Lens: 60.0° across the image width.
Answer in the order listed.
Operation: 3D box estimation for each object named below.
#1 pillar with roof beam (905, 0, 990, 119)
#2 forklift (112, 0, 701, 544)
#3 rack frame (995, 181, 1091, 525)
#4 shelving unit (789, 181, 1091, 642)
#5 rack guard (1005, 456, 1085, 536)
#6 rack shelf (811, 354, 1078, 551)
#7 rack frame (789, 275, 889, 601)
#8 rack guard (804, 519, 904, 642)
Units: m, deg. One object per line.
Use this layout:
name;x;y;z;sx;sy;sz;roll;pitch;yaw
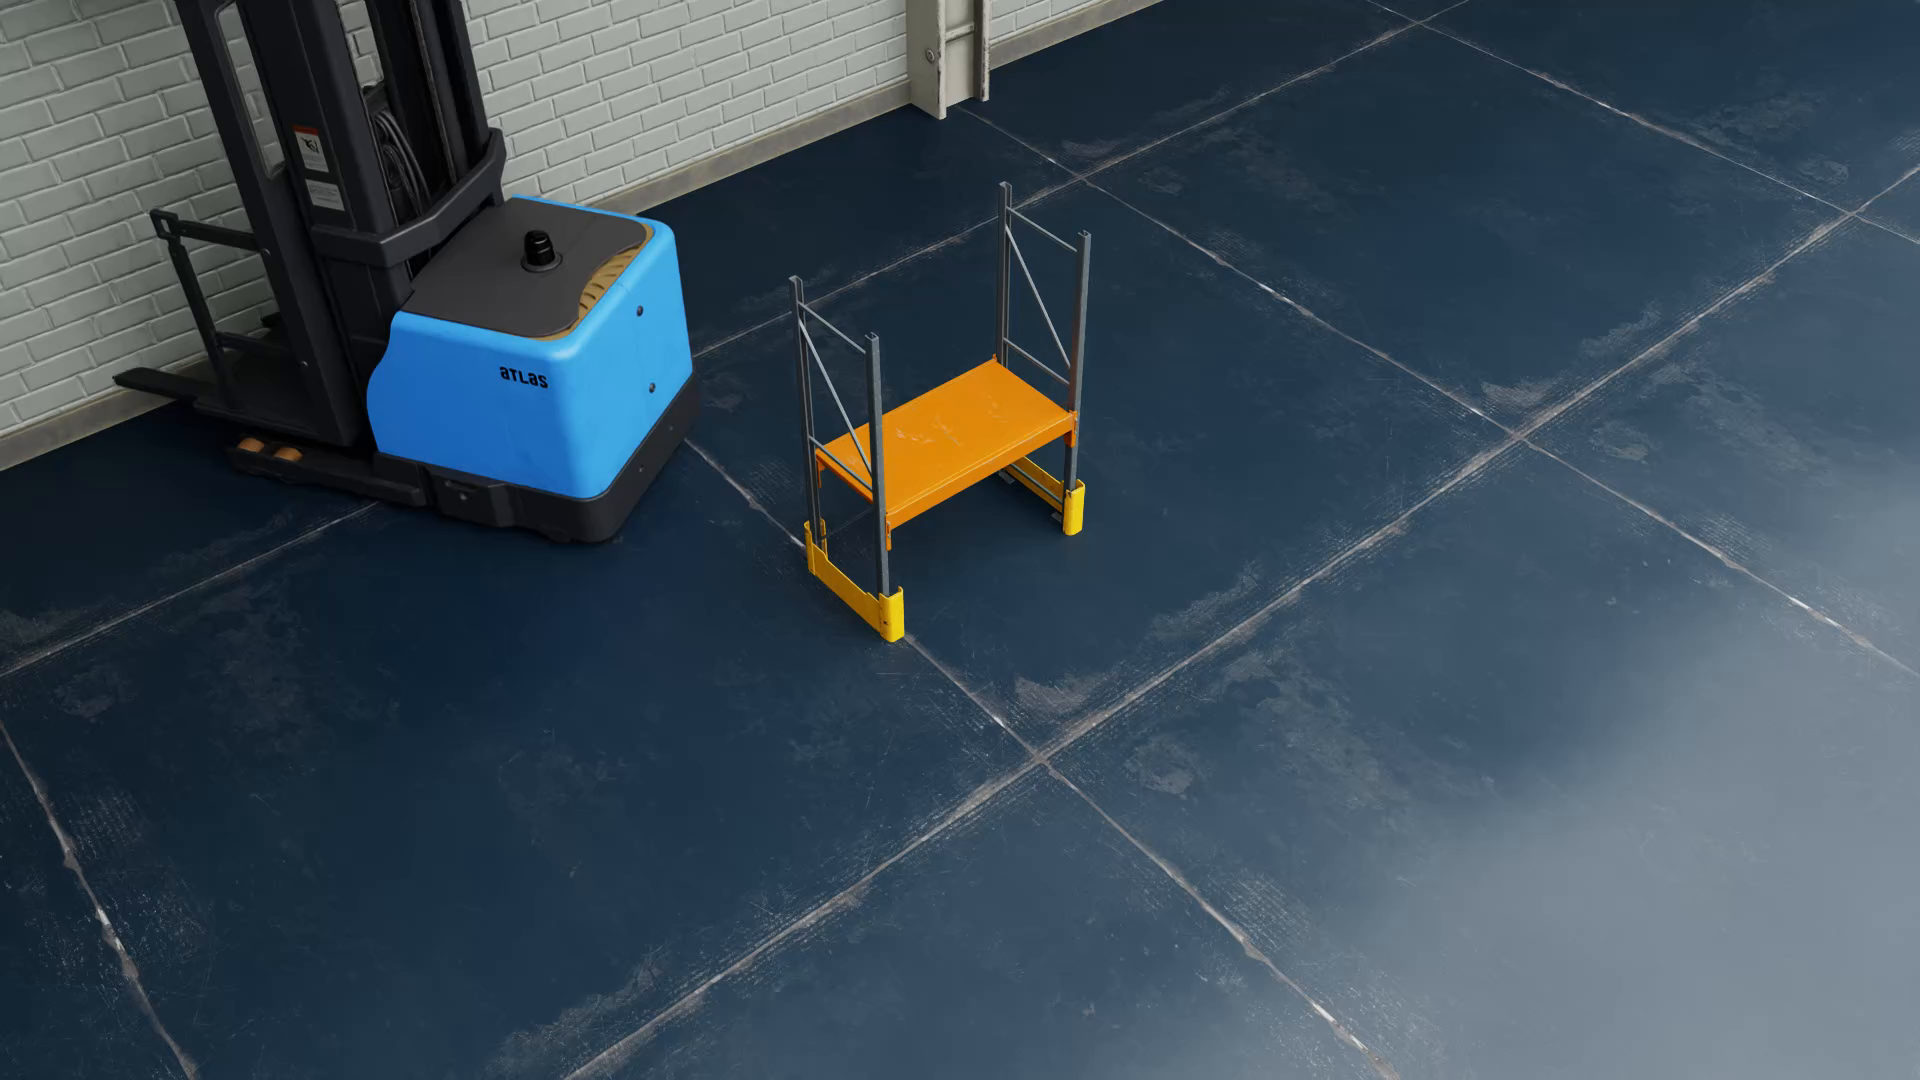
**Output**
pillar with roof beam;2.692;-3.695;4.611;0.400;9.000;9.100;-30;51;-28
forklift;-2.786;-1.653;6.869;3.031;2.935;1.130;13;45;13
rack frame;0.324;-0.733;6.934;0.032;1.500;0.500;-30;51;-28
shelving unit;-0.058;-0.513;6.701;1.083;1.500;0.587;-30;51;-28
rack guard;0.324;-0.276;7.362;0.087;0.250;0.587;-30;51;-28
rack shelf;-0.065;-0.378;6.820;1.000;0.185;0.538;-30;51;-28
rack frame;-0.455;-0.286;6.459;0.032;1.500;0.500;-30;51;-28
rack guard;-0.440;0.161;6.896;0.087;0.250;0.587;-30;51;-28
